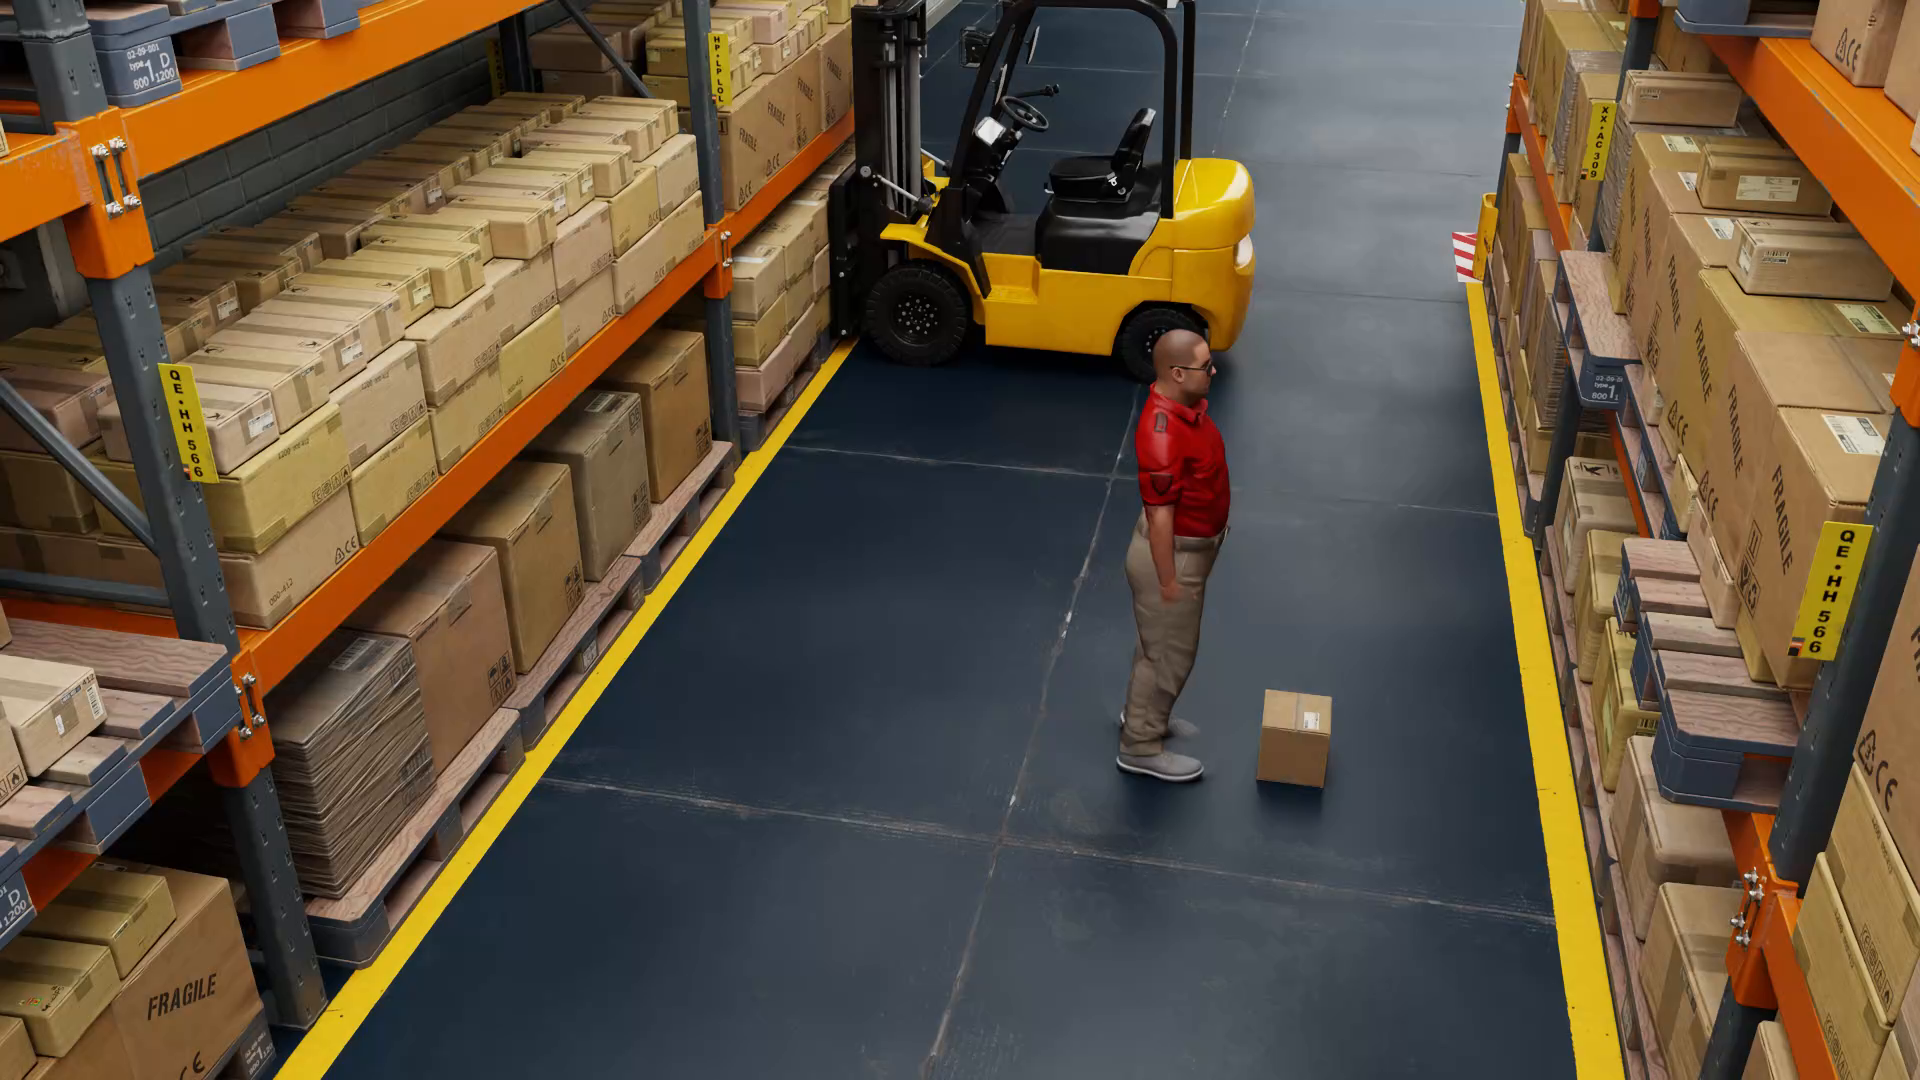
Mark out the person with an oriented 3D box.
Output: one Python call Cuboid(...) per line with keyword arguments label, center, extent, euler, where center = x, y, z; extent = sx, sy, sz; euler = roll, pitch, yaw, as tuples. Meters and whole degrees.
Cuboid(label="person", center=(0.790, 0.066, 6.063), extent=(0.372, 1.755, 0.527), euler=(7, 29, 12))
